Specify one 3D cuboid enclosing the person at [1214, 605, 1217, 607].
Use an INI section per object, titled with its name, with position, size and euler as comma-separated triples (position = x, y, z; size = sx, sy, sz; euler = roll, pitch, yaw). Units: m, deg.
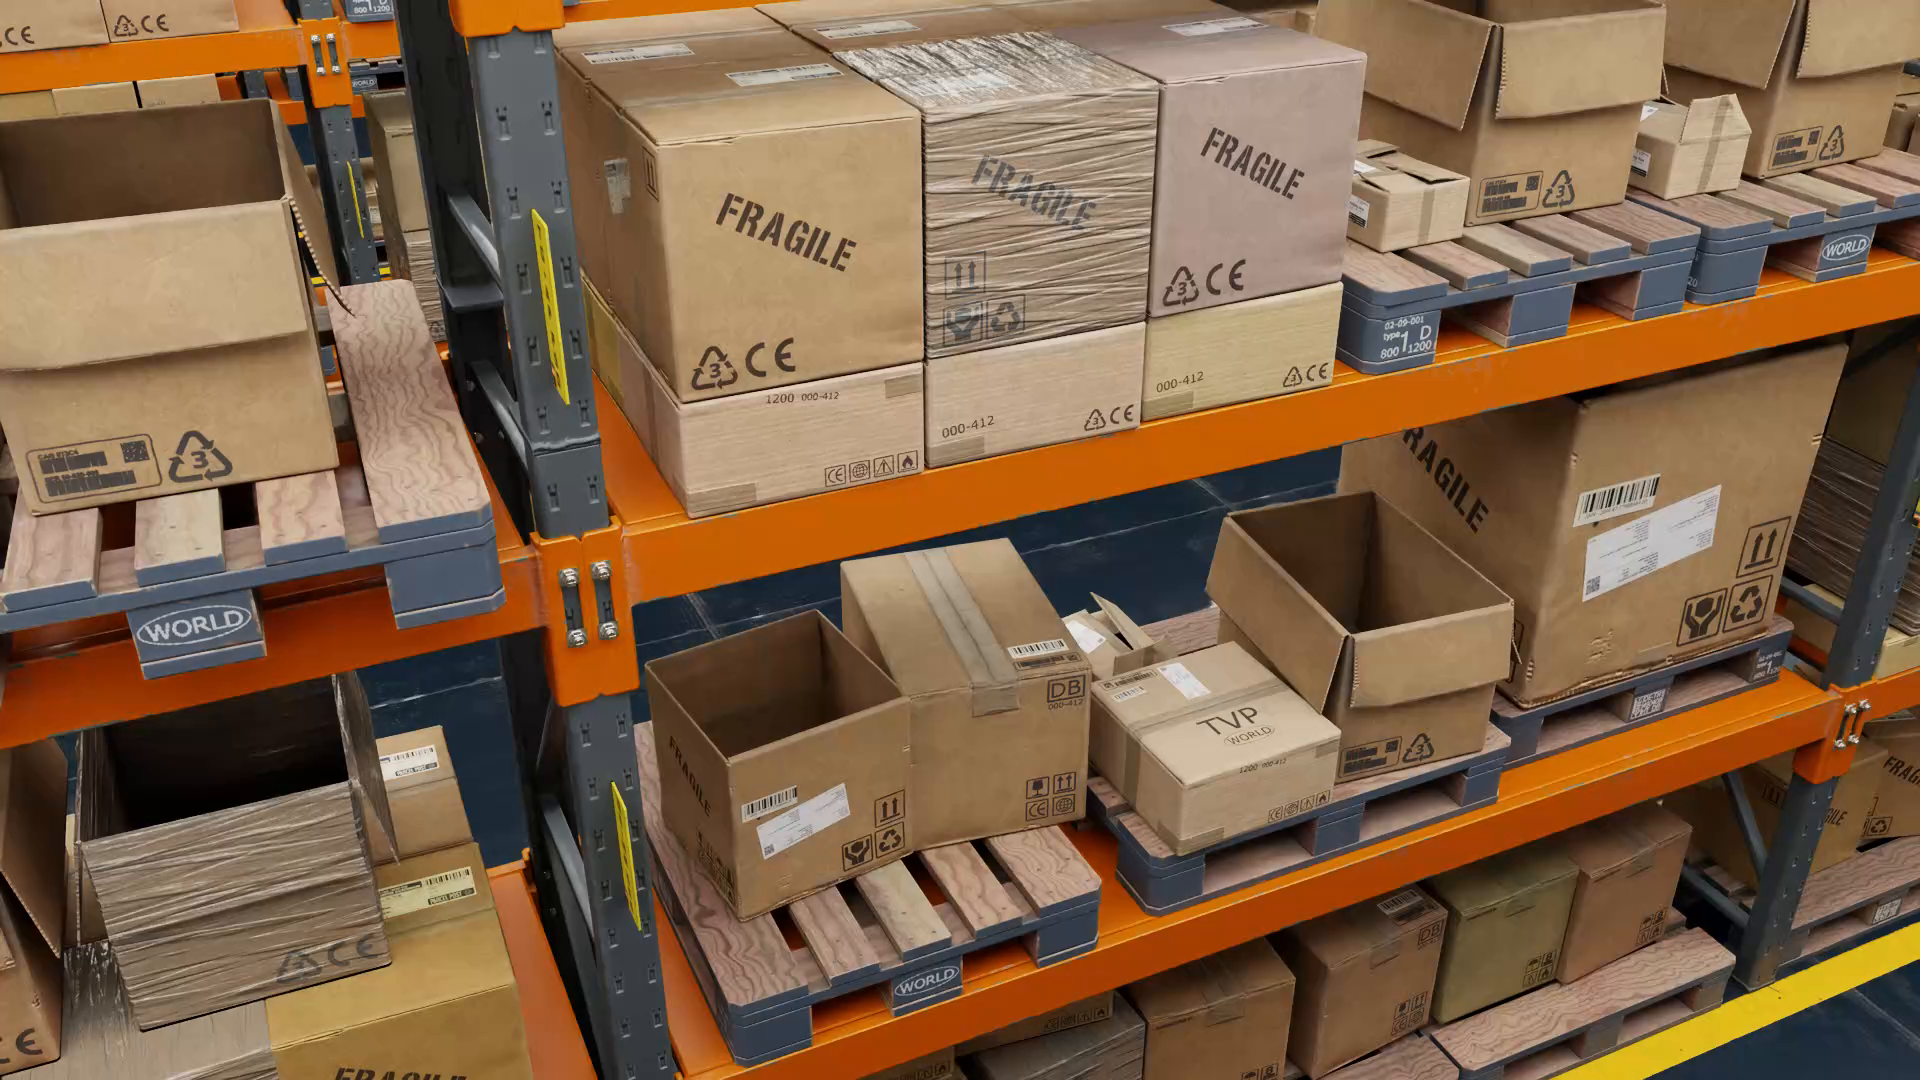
[person]
position = 1.423, 0.444, 7.165
size = 0.954, 0.942, 0.550
euler = -13, 32, -22
